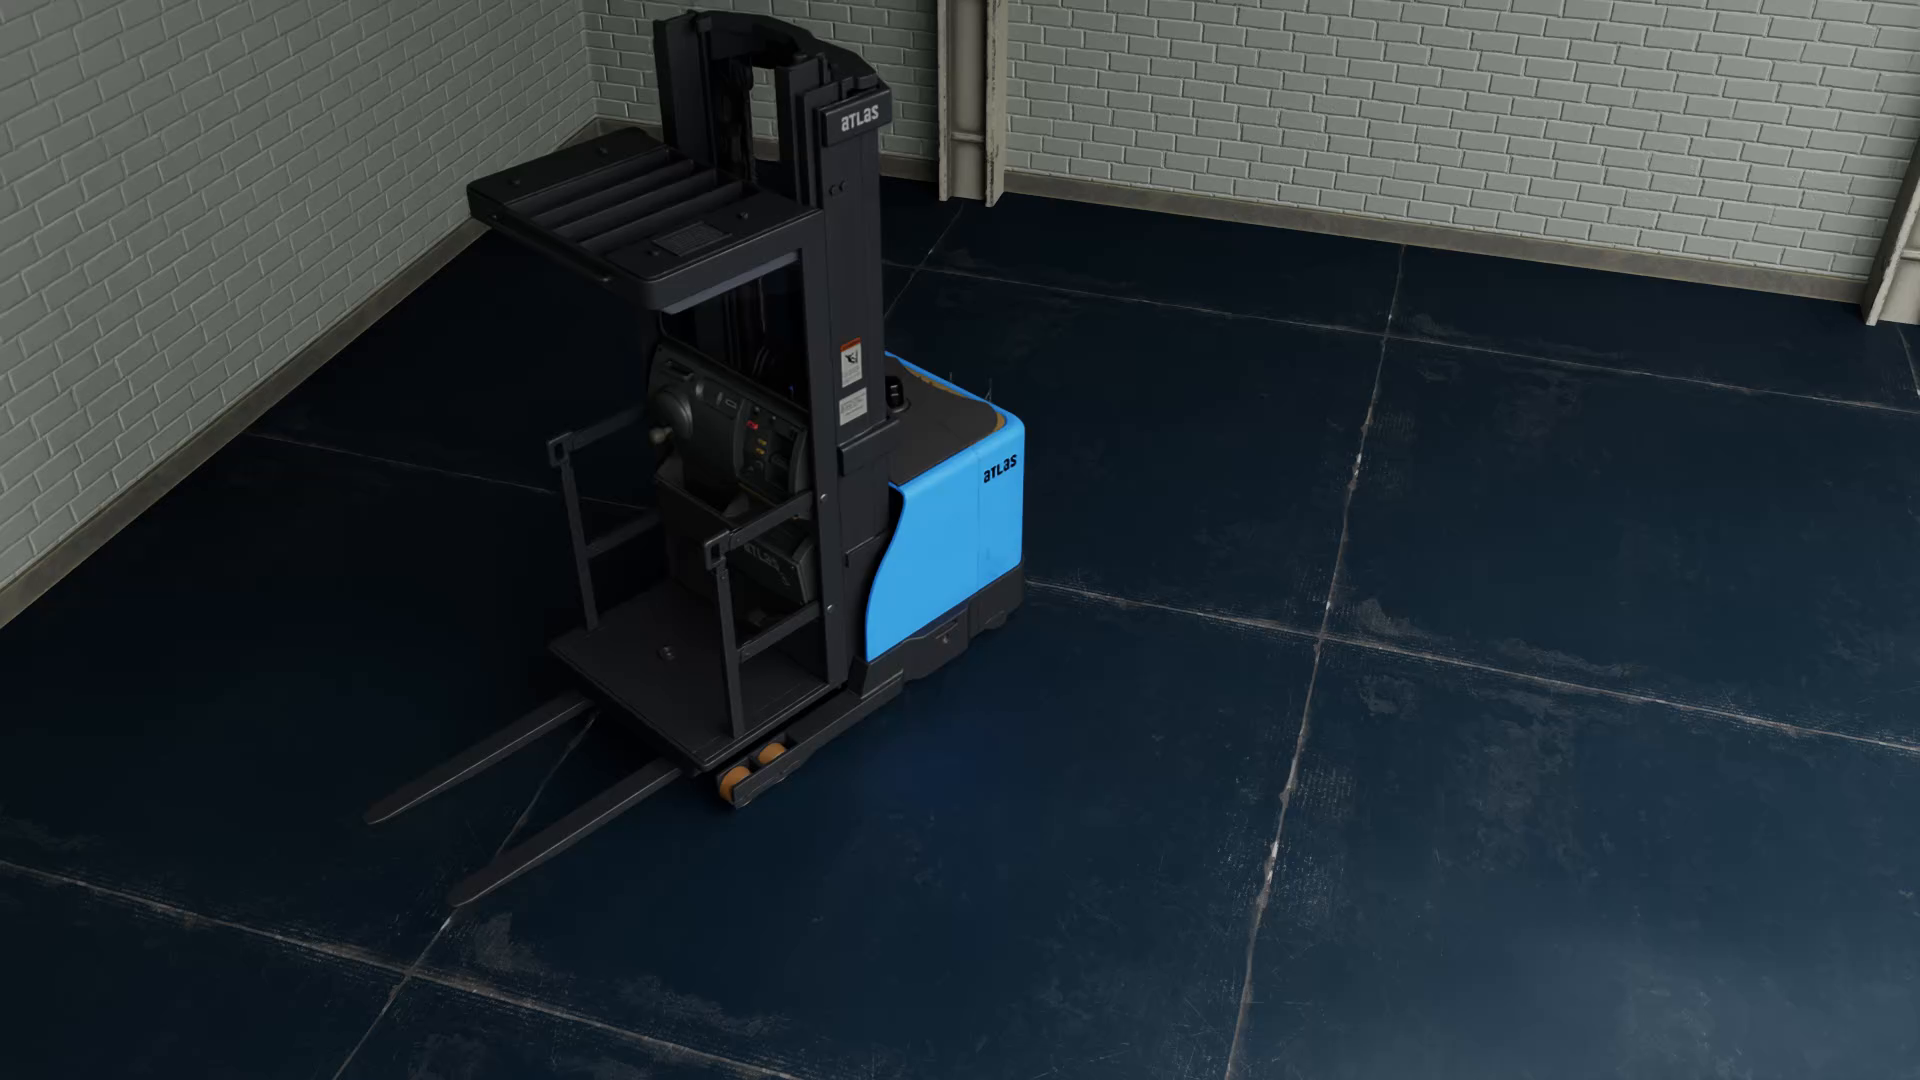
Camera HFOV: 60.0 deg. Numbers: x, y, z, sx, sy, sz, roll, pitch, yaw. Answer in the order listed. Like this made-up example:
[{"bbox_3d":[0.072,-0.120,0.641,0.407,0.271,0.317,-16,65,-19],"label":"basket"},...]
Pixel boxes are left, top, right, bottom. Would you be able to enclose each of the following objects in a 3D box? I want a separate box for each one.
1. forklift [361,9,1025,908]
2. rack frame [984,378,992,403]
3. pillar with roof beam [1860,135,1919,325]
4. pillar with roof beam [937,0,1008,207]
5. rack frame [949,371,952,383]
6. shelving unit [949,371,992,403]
[{"bbox_3d":[-1.080,-0.416,6.527,1.130,2.935,3.031,30,46,34],"label":"forklift"},{"bbox_3d":[0.112,-0.346,8.147,0.006,0.900,0.240,11,38,15],"label":"rack frame"},{"bbox_3d":[4.526,-2.569,4.334,0.400,9.000,9.100,10,38,14],"label":"pillar with roof beam"},{"bbox_3d":[-1.201,-3.629,5.775,0.400,9.000,9.100,10,38,14],"label":"pillar with roof beam"},{"bbox_3d":[-0.081,-0.384,8.198,0.006,0.900,0.240,11,38,15],"label":"rack frame"},{"bbox_3d":[0.016,-0.365,8.172,0.210,0.900,0.258,11,38,15],"label":"shelving unit"}]
